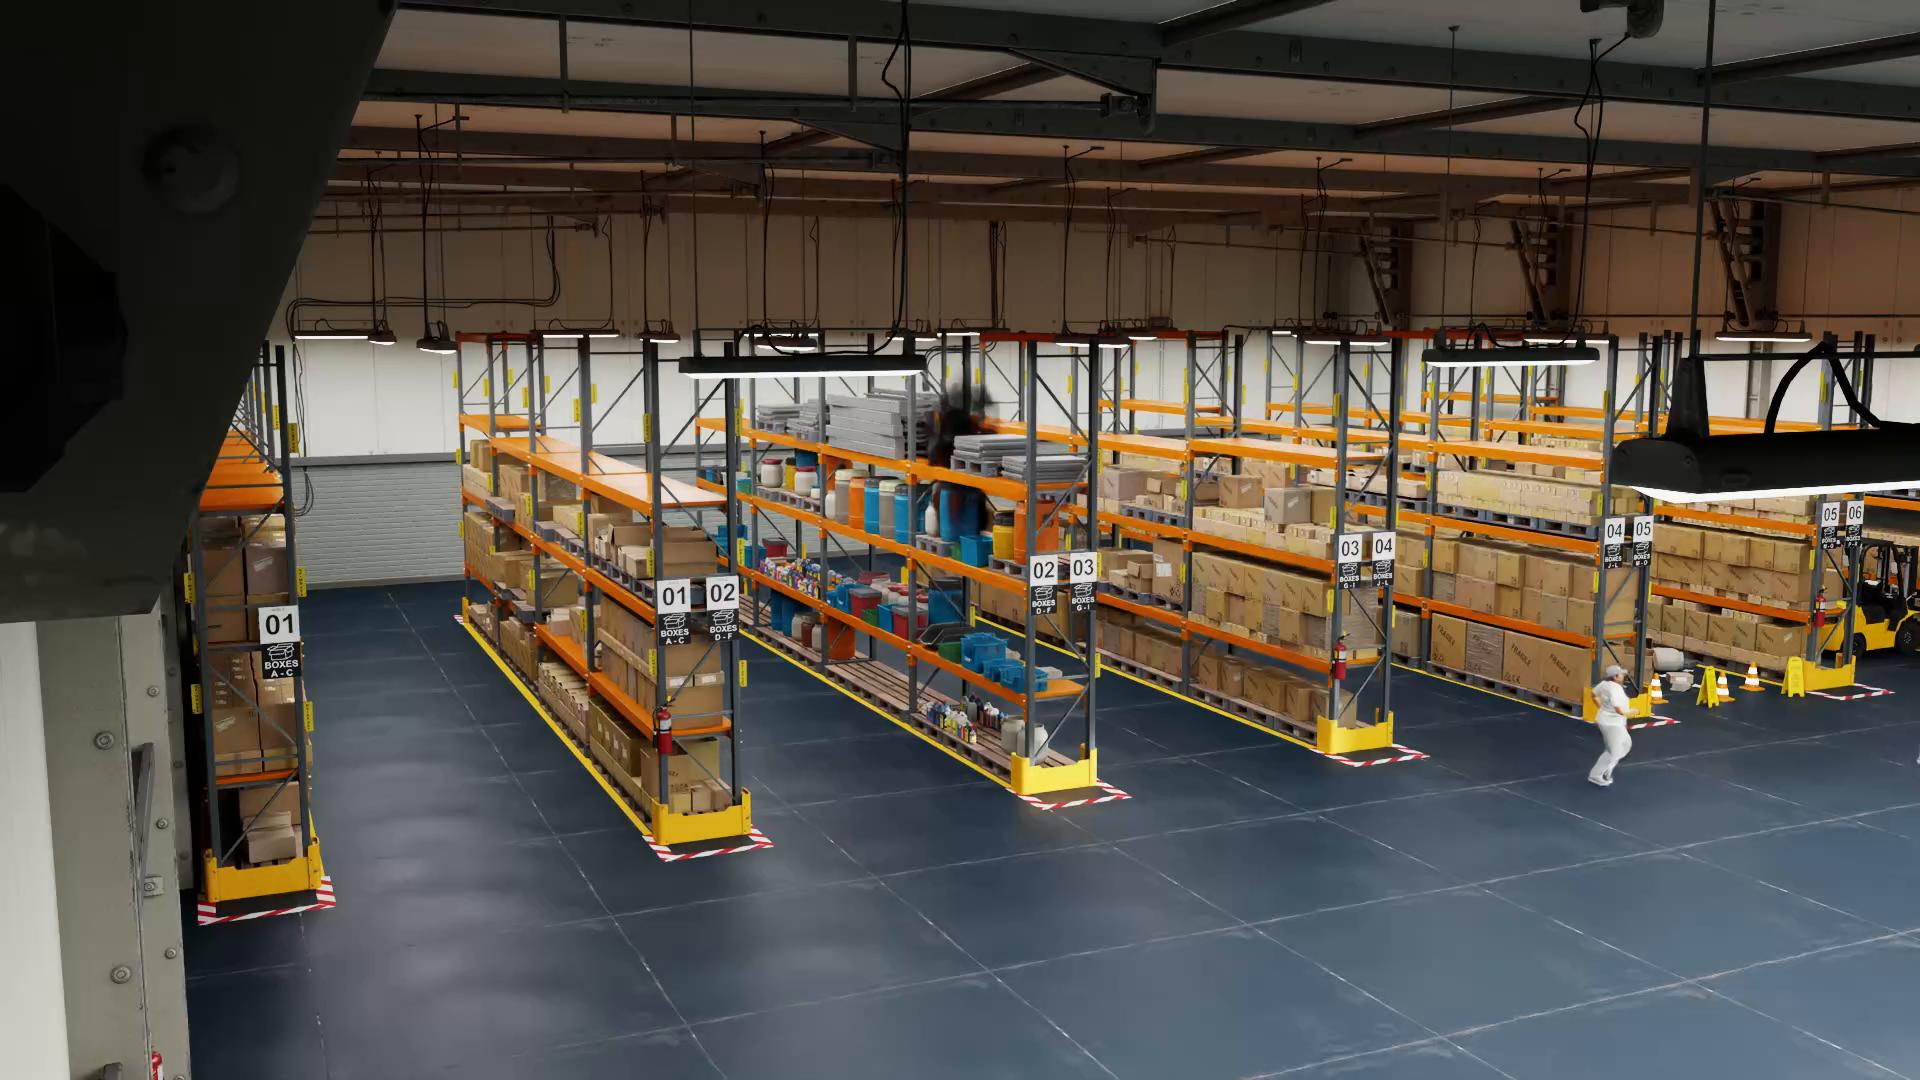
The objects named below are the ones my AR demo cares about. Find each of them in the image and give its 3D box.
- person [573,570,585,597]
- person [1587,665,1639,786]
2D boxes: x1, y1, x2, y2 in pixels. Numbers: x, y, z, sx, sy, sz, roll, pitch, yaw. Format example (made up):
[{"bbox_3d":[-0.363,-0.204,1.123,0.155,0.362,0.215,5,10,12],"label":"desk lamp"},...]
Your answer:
[{"bbox_3d":[-7.914,0.820,34.968,0.627,1.638,0.655,7,10,42],"label":"person"},{"bbox_3d":[8.803,2.501,22.412,0.604,1.662,0.667,1,8,7],"label":"person"}]
